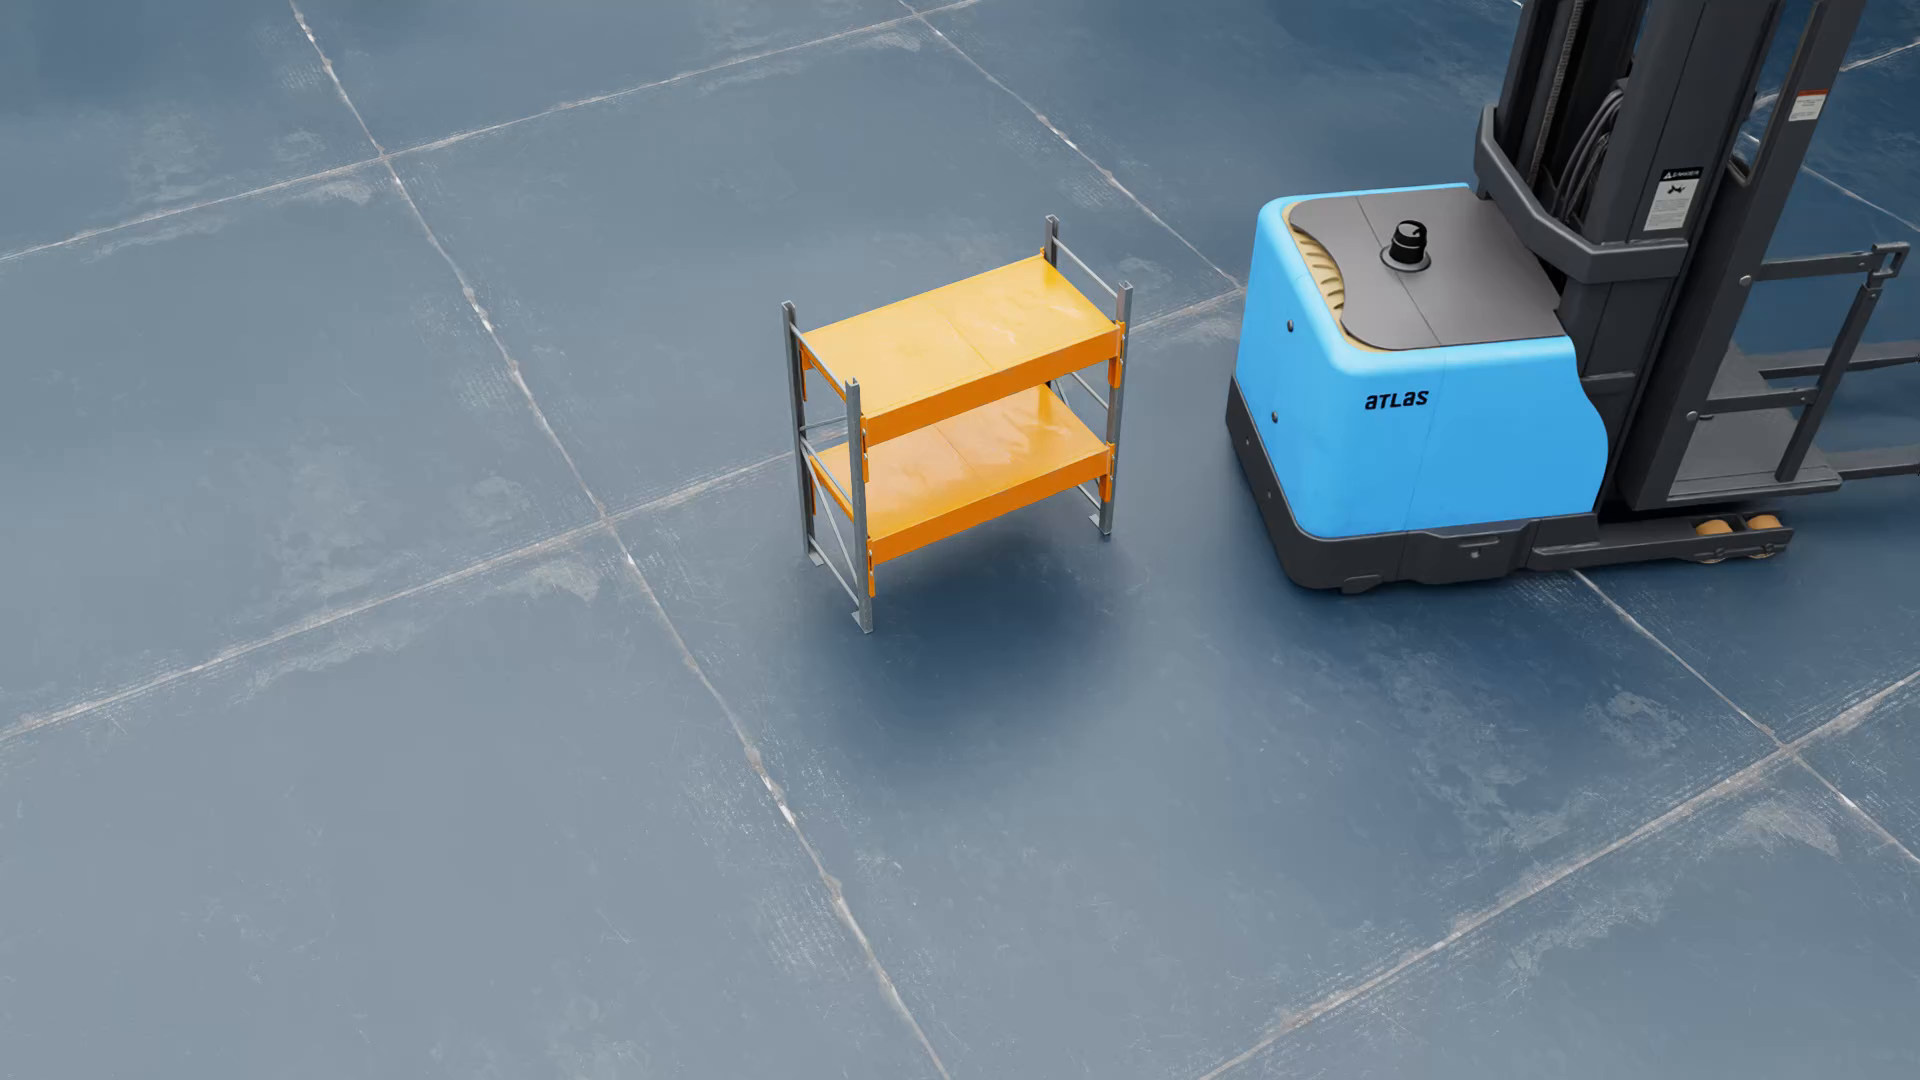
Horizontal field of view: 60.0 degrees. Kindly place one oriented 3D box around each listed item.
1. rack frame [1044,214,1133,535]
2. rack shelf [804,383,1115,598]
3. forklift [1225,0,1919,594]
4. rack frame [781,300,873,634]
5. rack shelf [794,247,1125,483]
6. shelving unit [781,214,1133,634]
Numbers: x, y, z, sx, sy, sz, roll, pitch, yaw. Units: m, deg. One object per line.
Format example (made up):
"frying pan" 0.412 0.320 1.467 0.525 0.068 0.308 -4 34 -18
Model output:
"rack frame" 0.435 -0.578 6.038 0.032 1.125 0.500 -22 48 -21
"rack shelf" -0.006 -0.226 6.026 1.000 0.278 0.538 -22 48 -21
"forklift" 2.618 -1.325 5.511 3.031 2.935 1.130 -6 44 -6
"rack frame" -0.447 -0.225 5.674 0.032 1.125 0.500 -22 48 -21
"rack shelf" -0.006 -0.611 5.652 1.000 0.278 0.538 -22 48 -21
"shelving unit" -0.006 -0.401 5.856 1.048 1.125 0.538 -22 48 -21
